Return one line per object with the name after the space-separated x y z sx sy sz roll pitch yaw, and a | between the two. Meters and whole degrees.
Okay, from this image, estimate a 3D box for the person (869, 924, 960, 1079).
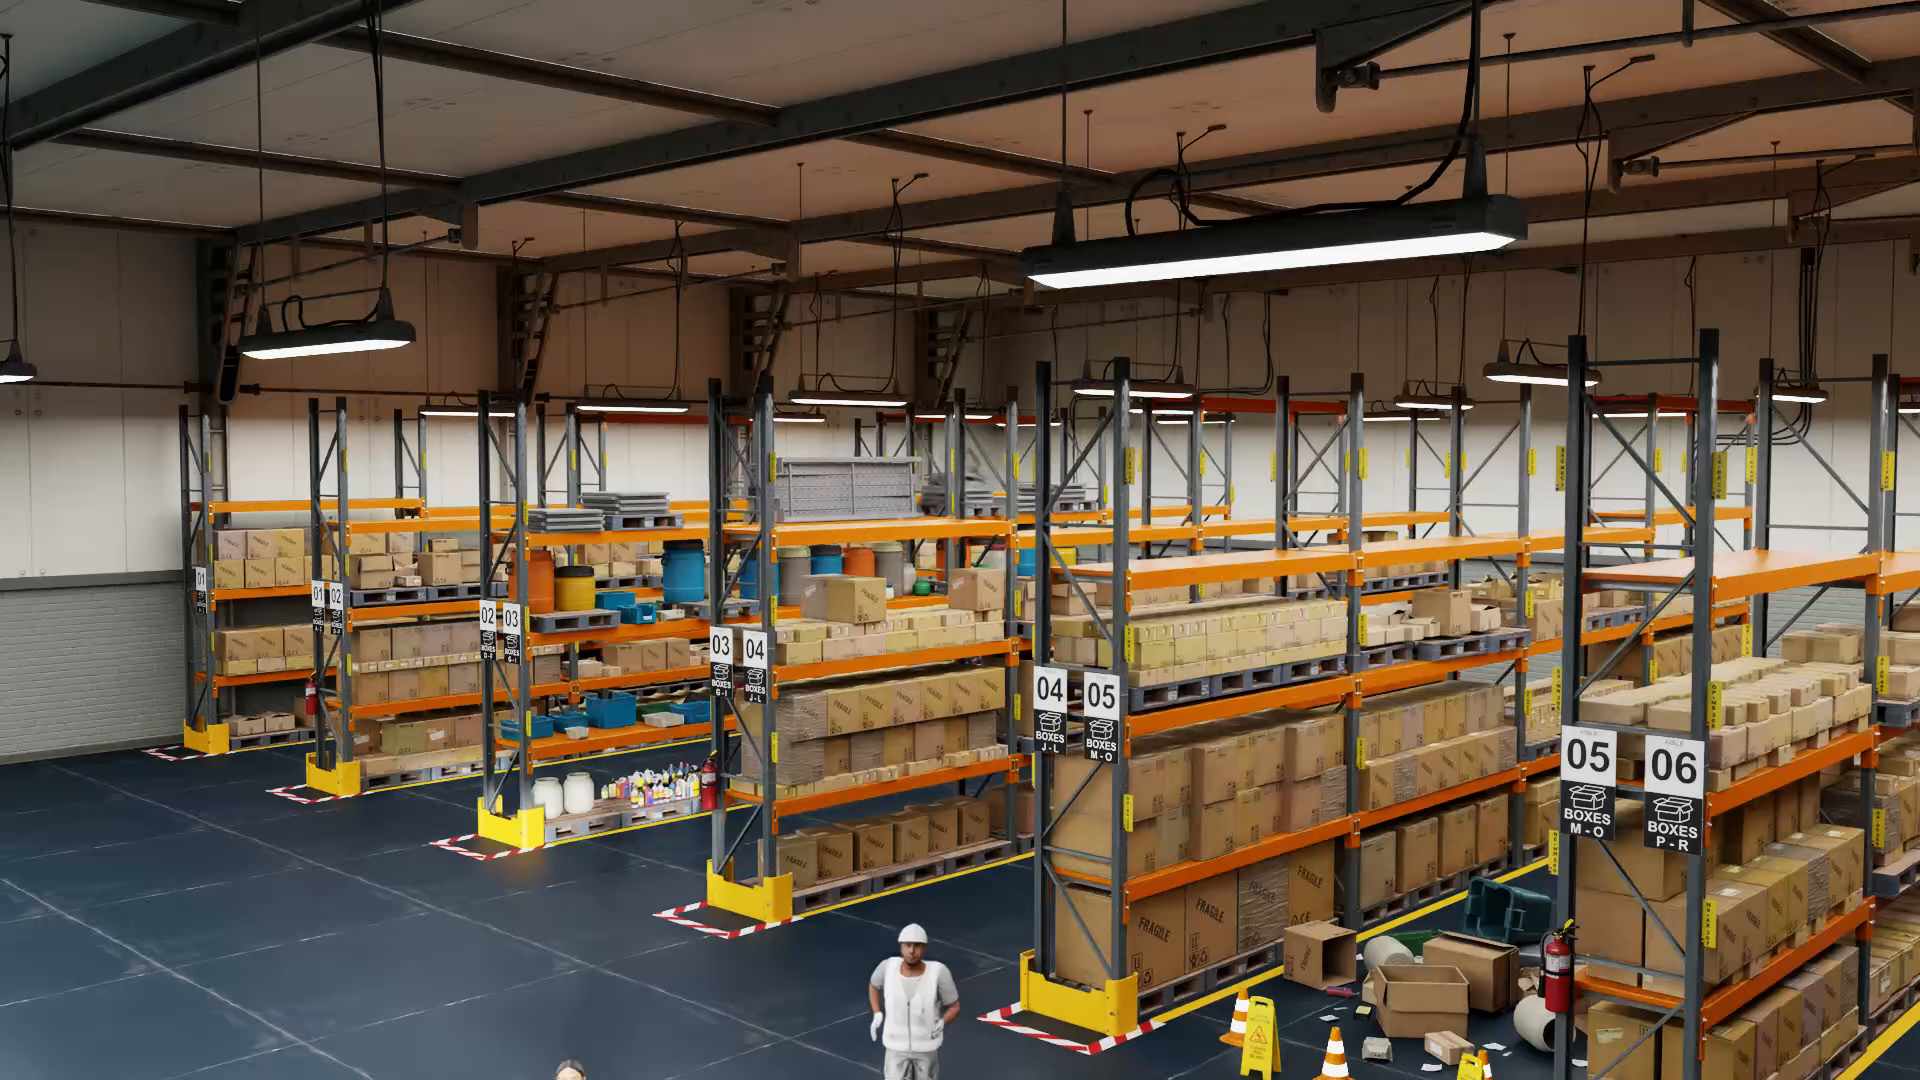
-0.339 3.639 11.945 0.683 1.788 0.979 0 3 3 | person

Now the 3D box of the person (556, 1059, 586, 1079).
-2.292 3.862 9.758 0.611 1.586 0.546 -1 3 -13 | person
